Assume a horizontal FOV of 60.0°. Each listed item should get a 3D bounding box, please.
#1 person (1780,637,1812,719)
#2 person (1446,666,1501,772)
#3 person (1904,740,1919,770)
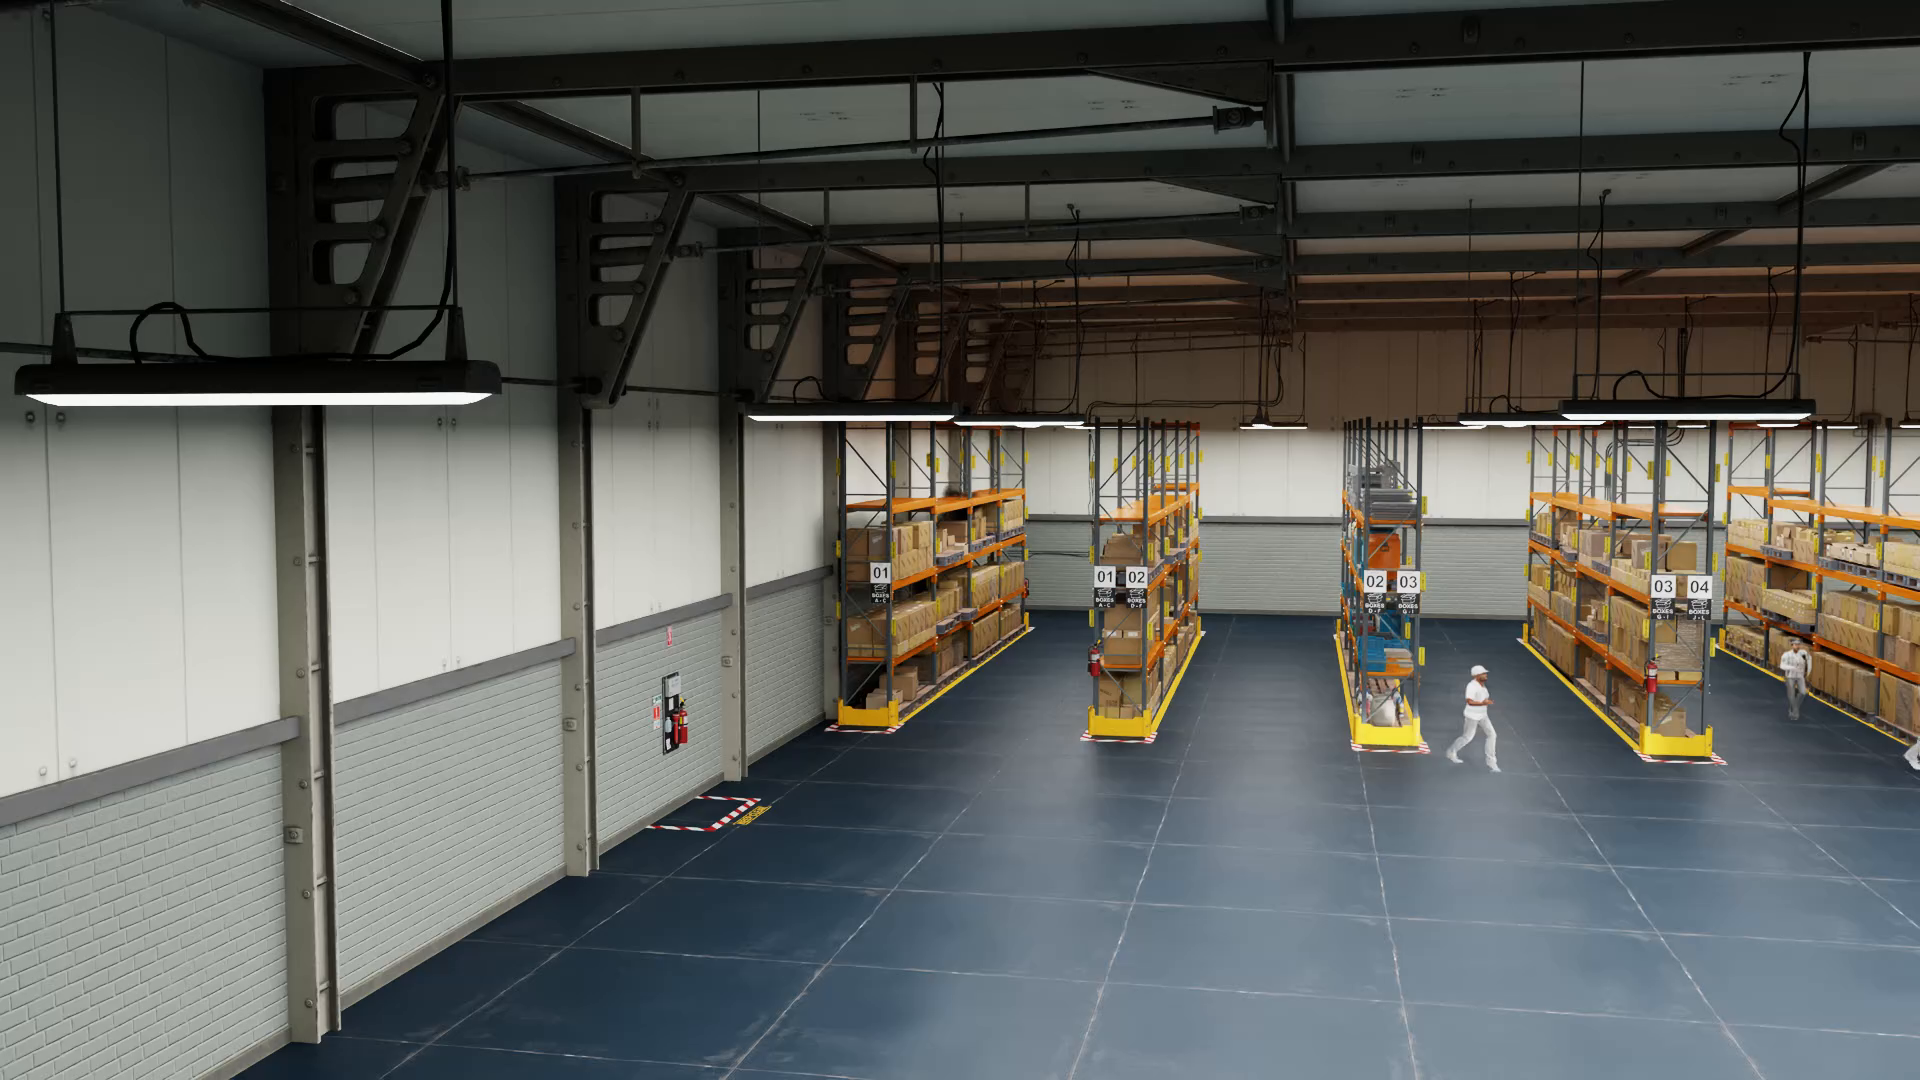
[{"bbox_3d":[16.582,2.735,32.963,0.645,1.643,0.757,1,4,12],"label":"person"},{"bbox_3d":[8.684,3.028,28.184,0.943,1.822,0.663,4,5,44],"label":"person"},{"bbox_3d":[16.299,3.016,27.728,0.704,1.805,1.023,-2,4,-25],"label":"person"}]
